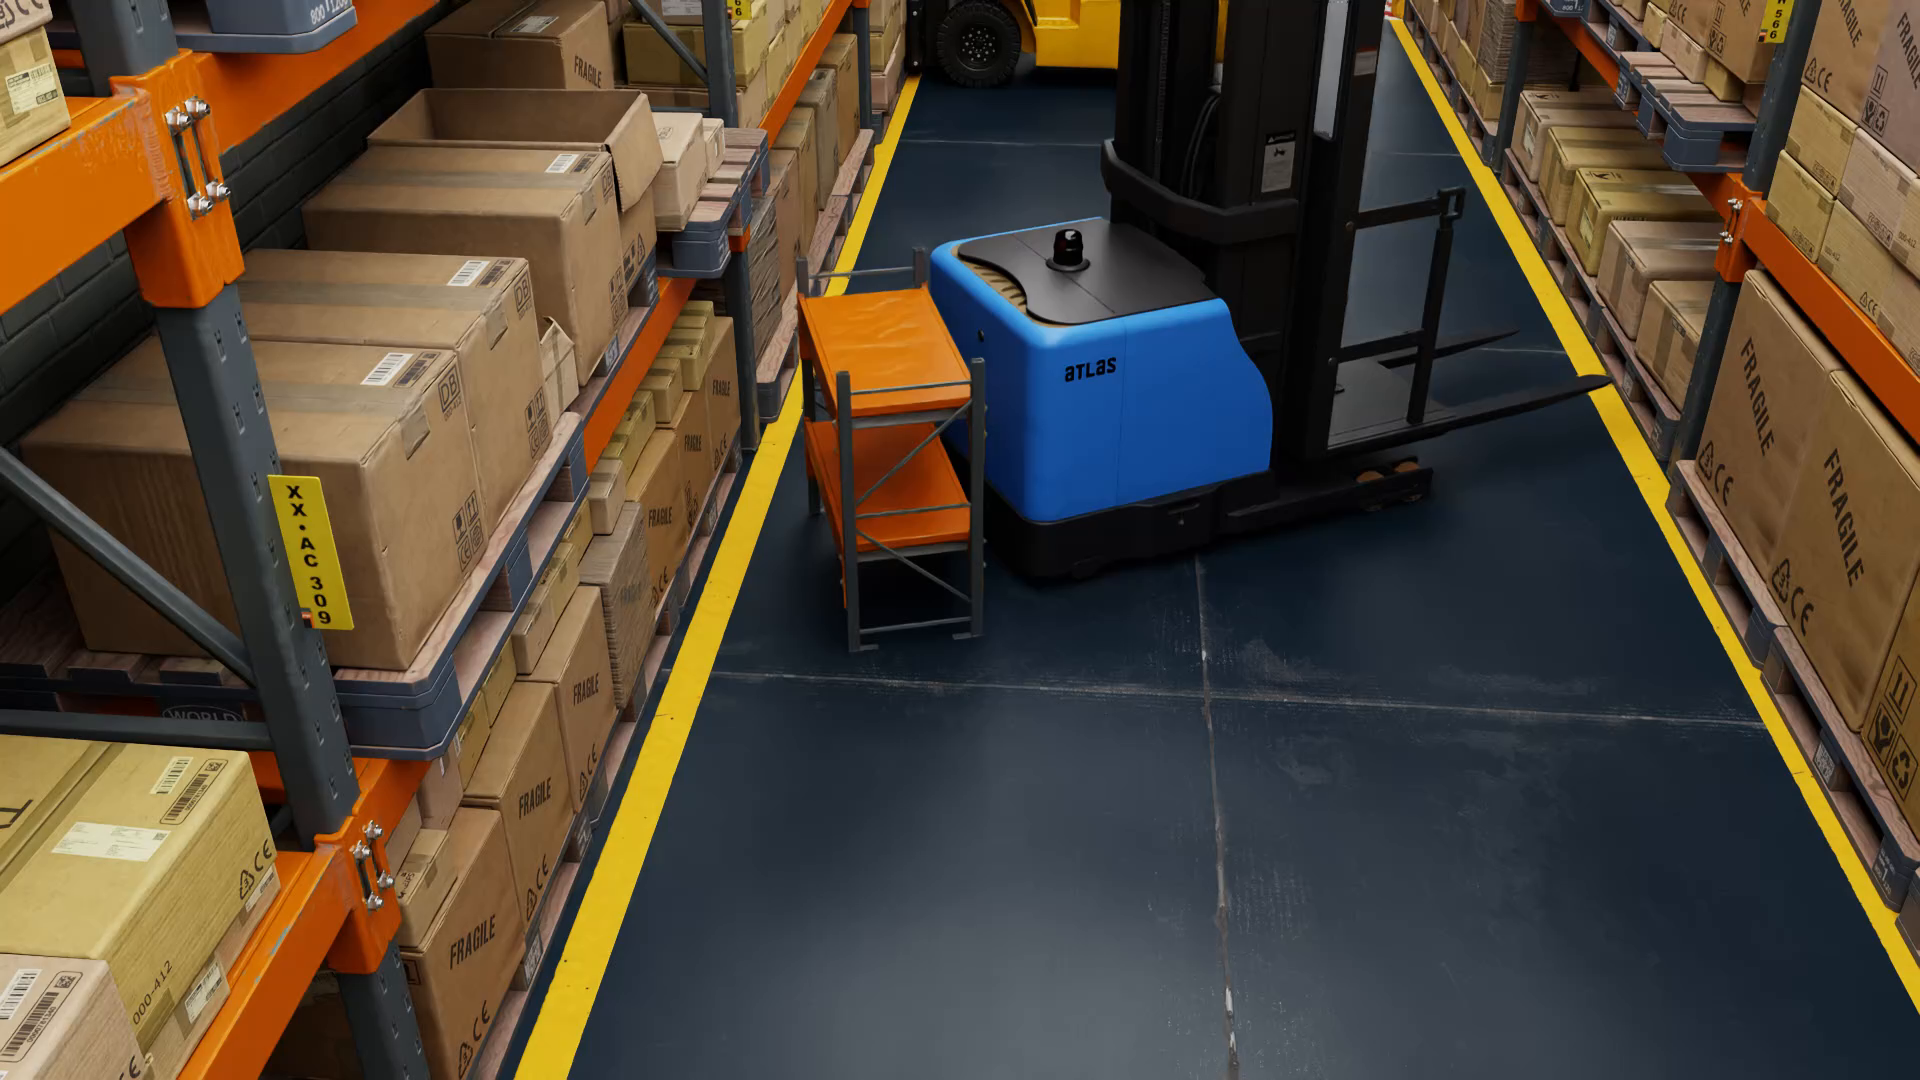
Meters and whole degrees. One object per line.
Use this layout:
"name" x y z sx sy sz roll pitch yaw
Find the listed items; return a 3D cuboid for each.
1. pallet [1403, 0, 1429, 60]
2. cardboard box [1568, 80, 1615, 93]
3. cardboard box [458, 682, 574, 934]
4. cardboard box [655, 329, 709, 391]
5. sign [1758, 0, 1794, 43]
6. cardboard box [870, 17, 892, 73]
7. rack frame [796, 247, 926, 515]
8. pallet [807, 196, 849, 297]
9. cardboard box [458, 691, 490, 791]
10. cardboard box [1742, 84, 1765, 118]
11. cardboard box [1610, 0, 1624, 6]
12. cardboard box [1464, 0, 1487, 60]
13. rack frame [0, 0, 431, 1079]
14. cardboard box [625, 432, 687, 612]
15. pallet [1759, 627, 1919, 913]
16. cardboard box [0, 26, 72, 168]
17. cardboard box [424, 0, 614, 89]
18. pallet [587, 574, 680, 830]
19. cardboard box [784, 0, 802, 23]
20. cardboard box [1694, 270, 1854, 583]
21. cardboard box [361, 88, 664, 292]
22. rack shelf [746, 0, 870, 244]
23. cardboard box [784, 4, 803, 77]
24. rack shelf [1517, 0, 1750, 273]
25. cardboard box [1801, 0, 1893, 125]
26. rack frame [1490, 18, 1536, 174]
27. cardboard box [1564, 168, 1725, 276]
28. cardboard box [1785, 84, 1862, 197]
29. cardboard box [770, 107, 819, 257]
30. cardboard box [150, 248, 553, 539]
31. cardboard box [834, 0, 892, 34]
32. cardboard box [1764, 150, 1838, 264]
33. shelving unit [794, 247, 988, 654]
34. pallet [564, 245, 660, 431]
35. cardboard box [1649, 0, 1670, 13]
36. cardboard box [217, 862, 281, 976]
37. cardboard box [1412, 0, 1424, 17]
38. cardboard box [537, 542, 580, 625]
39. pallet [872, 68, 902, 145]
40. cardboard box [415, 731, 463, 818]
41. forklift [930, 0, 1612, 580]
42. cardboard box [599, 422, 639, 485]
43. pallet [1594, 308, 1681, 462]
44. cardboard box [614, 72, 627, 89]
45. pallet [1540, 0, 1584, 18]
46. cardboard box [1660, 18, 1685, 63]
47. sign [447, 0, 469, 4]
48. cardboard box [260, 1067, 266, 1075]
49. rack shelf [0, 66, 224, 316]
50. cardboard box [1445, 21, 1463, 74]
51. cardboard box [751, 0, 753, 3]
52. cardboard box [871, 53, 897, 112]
"pallet" 4.094 -4.039 13.102 1.003 0.211 1.213 2 32 4
"cardboard box" 4.193 -2.902 10.821 0.500 0.250 0.500 1 32 2
"cardboard box" -1.426 0.739 4.674 0.500 0.500 0.500 2 32 3
"cardboard box" -1.176 -0.693 6.380 0.380 0.149 0.250 1 32 1
"sign" 3.009 -1.983 6.081 0.100 0.325 0.005 2 32 4
"cardboard box" -0.725 -3.268 10.938 0.500 0.250 0.500 2 32 4
"rack frame" -0.382 -0.621 6.685 0.500 1.125 0.032 -7 32 -10
"pallet" -1.189 -1.594 9.135 1.003 0.211 1.213 2 32 4
"cardboard box" -1.474 0.526 4.401 0.380 0.149 0.250 1 32 1
"cardboard box" 3.342 -1.759 6.584 0.380 0.149 0.250 4 32 6
"cardboard box" 3.382 -2.713 8.133 0.380 0.149 0.250 4 32 6
"cardboard box" 3.696 -3.512 11.095 0.500 0.500 0.500 3 32 5
"rack frame" -1.720 0.376 3.281 0.949 2.616 0.053 2 32 4
"cardboard box" -1.309 -0.065 5.979 0.500 0.500 0.500 4 32 6
"pallet" 3.309 0.727 5.370 1.003 0.211 1.213 2 32 4
"cardboard box" -1.458 -0.594 2.235 0.380 0.149 0.250 2 32 4
"cardboard box" -1.595 -1.675 6.113 0.500 0.500 0.500 4 32 6
"pallet" -1.598 0.496 5.743 1.003 0.211 1.213 2 32 4
"cardboard box" -1.015 -2.621 7.810 0.500 0.250 0.500 2 32 3
"cardboard box" 3.411 -0.422 6.201 0.875 0.875 0.875 2 32 4
"cardboard box" -1.346 -1.077 5.140 0.797 0.503 0.637 2 32 3
"rack shelf" -1.234 -2.455 8.561 1.077 0.370 4.000 2 32 4
"cardboard box" -1.037 -2.406 7.938 0.500 0.250 0.500 1 32 2
"rack shelf" 3.713 -2.245 8.220 1.077 0.370 4.000 2 32 4
"cardboard box" 3.266 -1.726 5.644 0.500 0.500 0.500 1 32 2
"rack frame" 3.876 -3.597 9.728 1.000 3.000 0.127 2 32 4
"cardboard box" 3.726 -1.643 8.662 0.950 0.372 0.625 3 32 6
"cardboard box" 3.263 -1.400 5.830 0.500 0.250 0.500 2 32 4
"cardboard box" -1.233 -1.903 8.842 0.875 0.625 0.625 1 32 2
"cardboard box" -1.418 -0.360 3.979 0.700 0.500 0.500 3 32 5
"cardboard box" -0.720 -3.481 10.807 0.500 0.250 0.500 2 32 3
"cardboard box" 3.260 -1.197 5.976 0.500 0.250 0.500 2 32 3
"shelving unit" -0.273 -0.360 6.263 0.538 1.125 1.048 -7 32 -10
"pallet" -1.551 -0.617 5.075 1.003 0.211 1.213 2 32 4
"cardboard box" 3.381 -2.638 7.392 0.500 0.500 0.500 0 32 1
"cardboard box" -1.497 0.660 3.059 0.380 0.149 0.250 3 32 5
"cardboard box" 3.860 -4.287 13.068 0.500 0.250 0.500 2 32 4
"cardboard box" -1.385 0.123 5.055 0.380 0.149 0.250 4 32 6
"pallet" -0.965 -3.034 11.472 1.003 0.211 1.213 2 32 4
"cardboard box" -1.455 0.544 4.088 0.380 0.149 0.250 1 32 2
"forklift" 1.427 -1.605 6.560 3.031 2.935 1.130 -14 34 -21
"cardboard box" -1.328 -0.291 5.727 0.380 0.149 0.250 2 32 3
"pallet" 3.615 -0.727 7.729 1.003 0.211 1.213 2 32 4
"cardboard box" -1.616 -1.898 7.114 0.500 0.250 0.500 2 32 3
"pallet" 3.669 -3.122 9.140 1.003 0.211 1.213 2 32 4
"cardboard box" 3.296 -2.167 7.247 0.380 0.149 0.250 1 32 2
"sign" -1.951 -2.231 6.407 0.100 0.325 0.005 2 32 4
"cardboard box" -1.978 0.992 4.264 0.500 0.500 0.500 2 32 4
"rack shelf" -1.886 0.451 0.986 1.077 0.370 4.000 2 32 4
"cardboard box" 3.736 -3.471 11.743 0.500 0.250 0.500 3 32 5
"cardboard box" -1.057 -2.328 6.955 0.380 0.149 0.250 3 32 5
"cardboard box" -0.702 -3.054 11.068 0.500 0.250 0.500 3 32 4
